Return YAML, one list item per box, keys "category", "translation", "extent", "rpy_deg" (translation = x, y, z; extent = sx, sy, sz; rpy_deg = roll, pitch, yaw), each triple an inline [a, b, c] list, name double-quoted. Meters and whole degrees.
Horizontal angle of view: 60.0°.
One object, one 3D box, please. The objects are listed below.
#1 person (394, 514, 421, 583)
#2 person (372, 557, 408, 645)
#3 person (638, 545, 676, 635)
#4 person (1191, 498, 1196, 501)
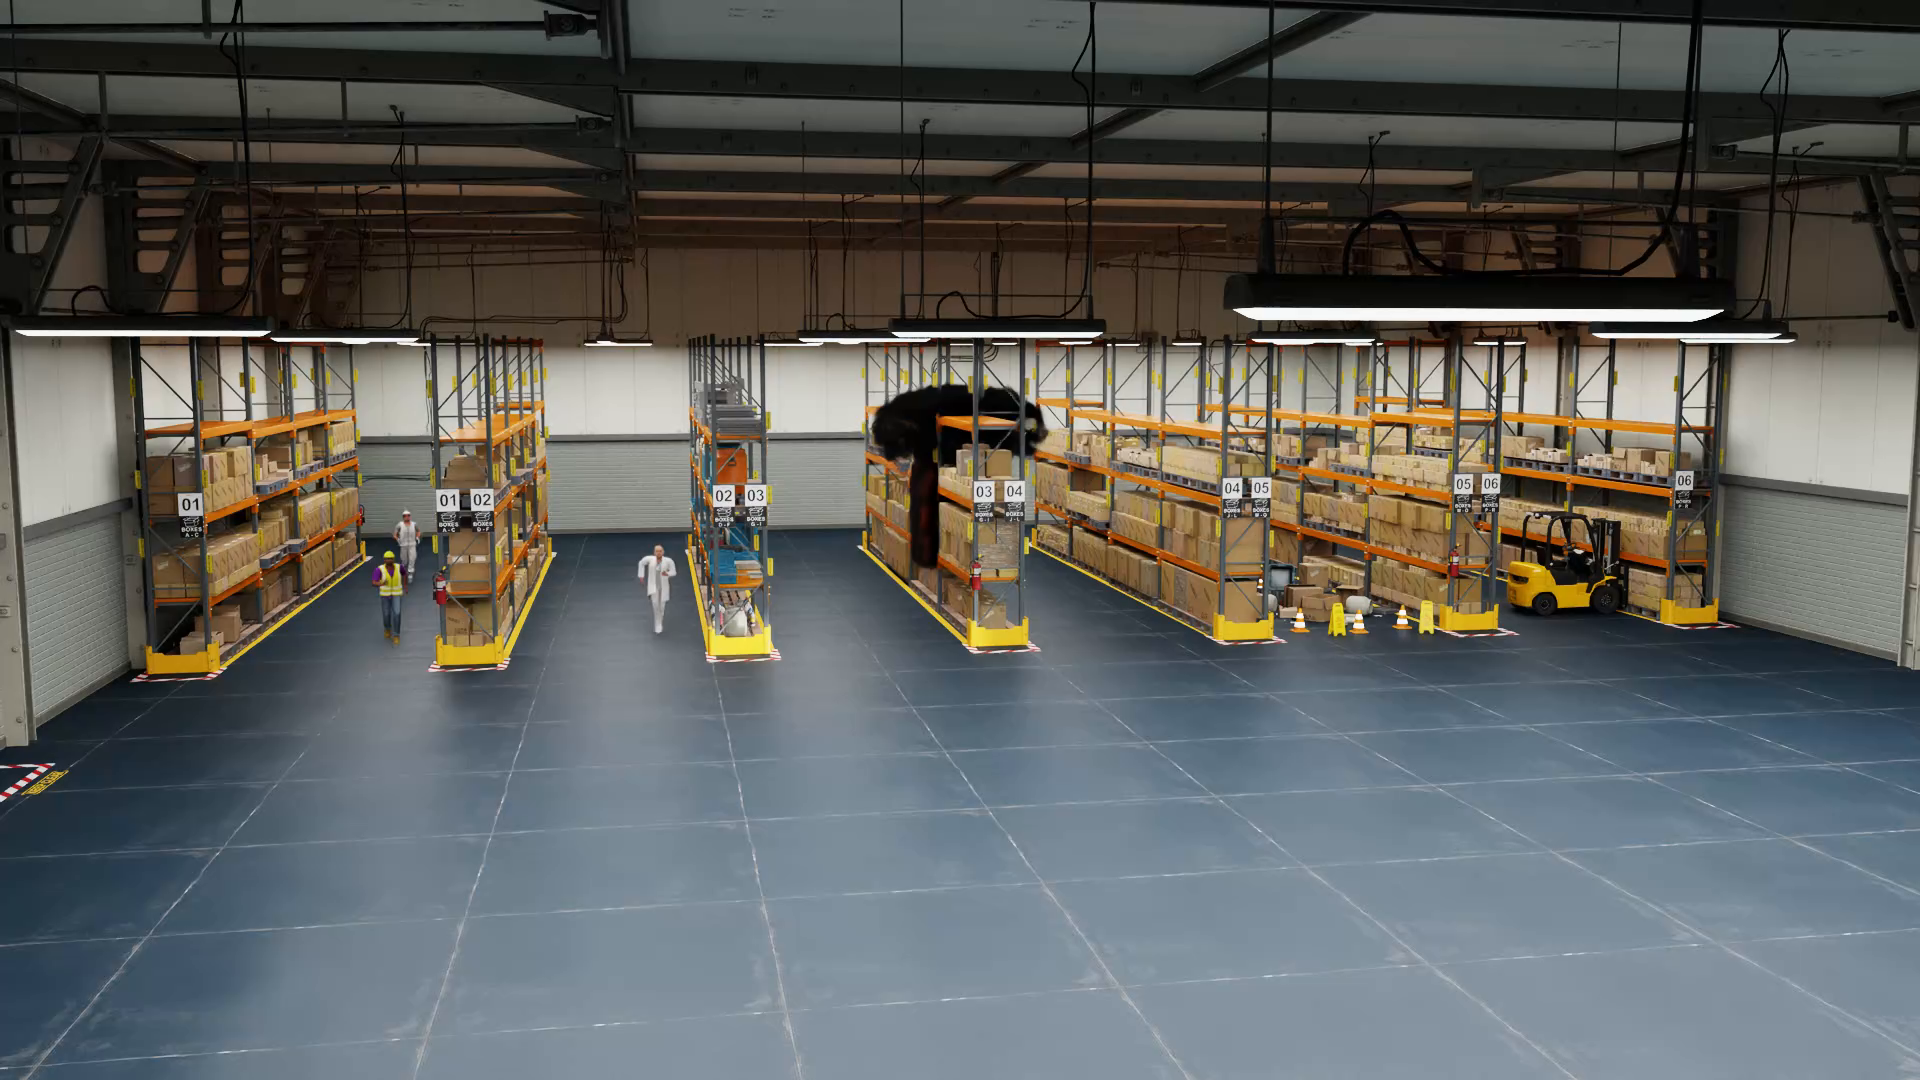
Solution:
- category: "person"
  translation: [-13.609, 0.180, 41.008]
  extent: [0.657, 1.724, 0.863]
  rpy_deg: [-3, 7, -24]
- category: "person"
  translation: [-11.139, 1.124, 32.524]
  extent: [0.681, 1.766, 0.897]
  rpy_deg: [-3, 7, -23]
- category: "person"
  translation: [-6.124, 1.041, 33.684]
  extent: [0.744, 1.716, 0.913]
  rpy_deg: [-2, 7, -13]
- category: "person"
  translation: [7.218, -0.921, 50.963]
  extent: [0.561, 1.622, 0.553]
  rpy_deg: [-3, 7, -22]
